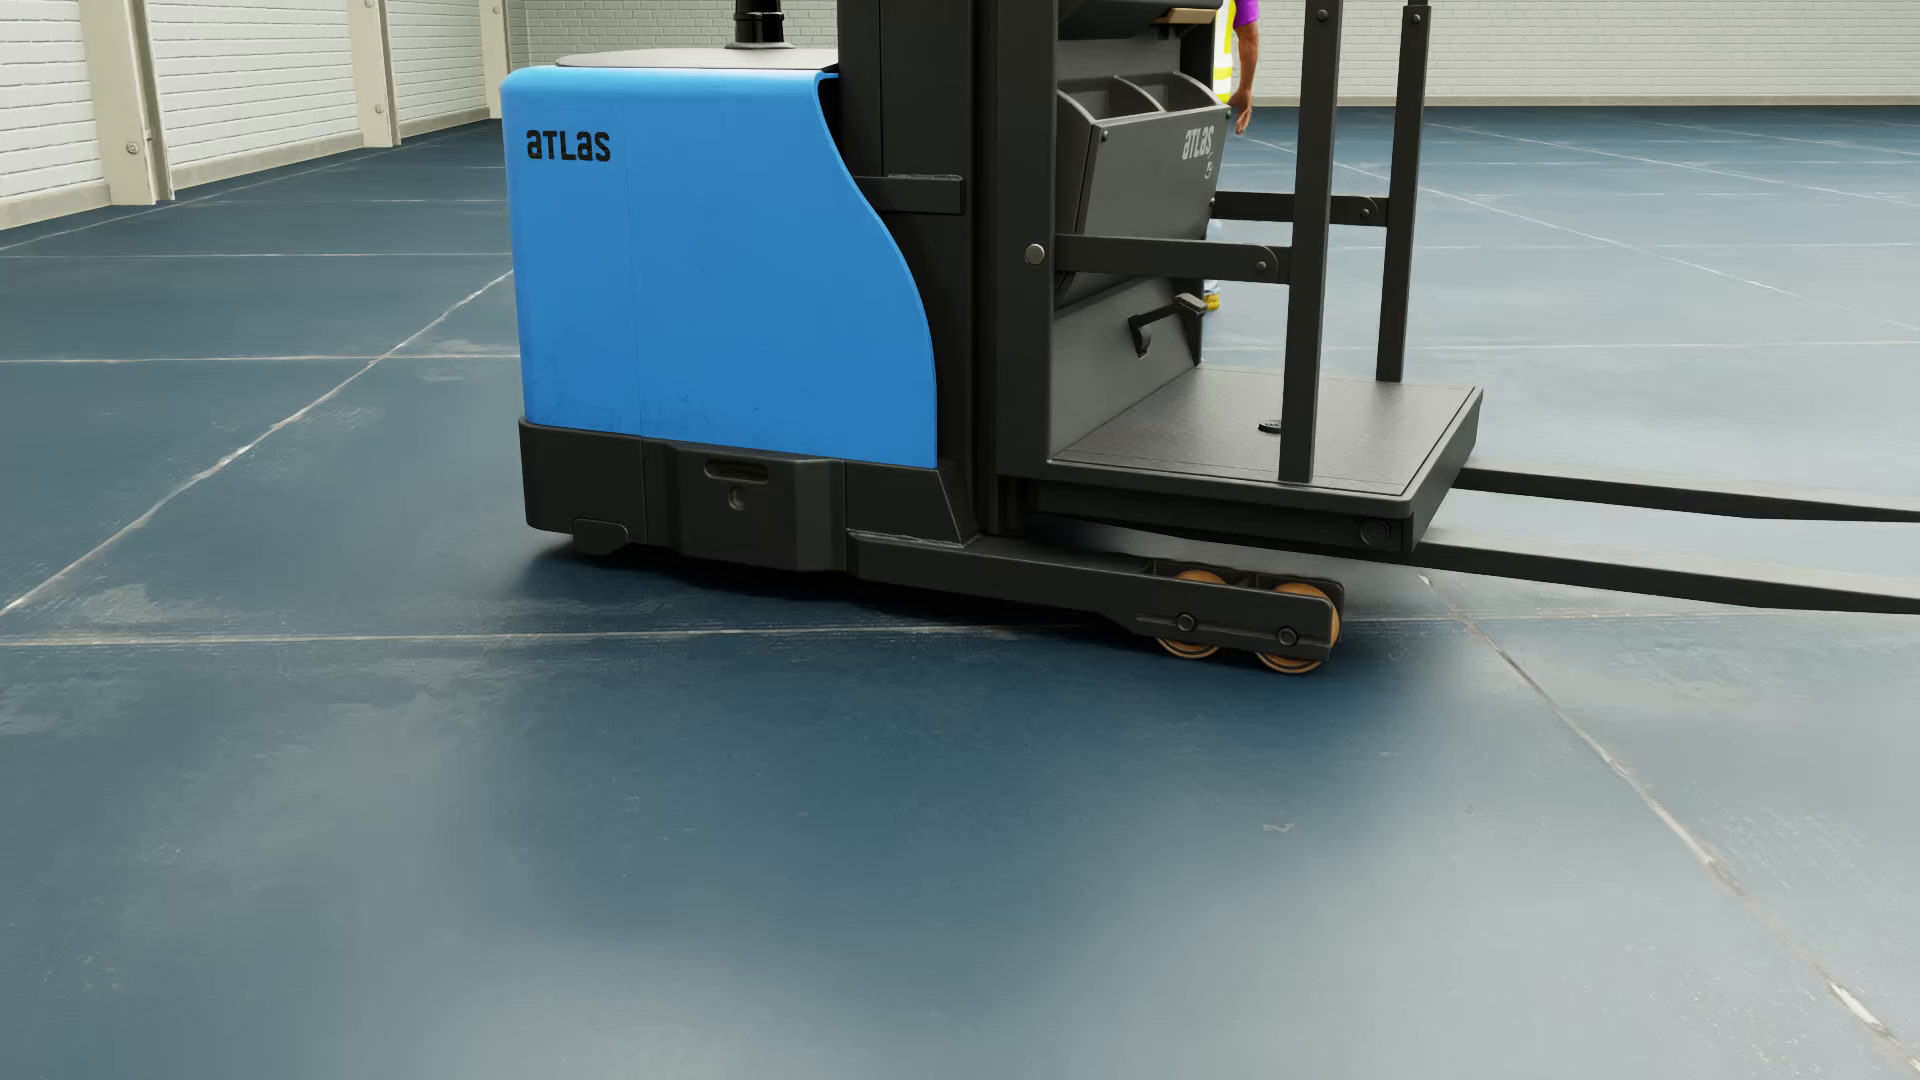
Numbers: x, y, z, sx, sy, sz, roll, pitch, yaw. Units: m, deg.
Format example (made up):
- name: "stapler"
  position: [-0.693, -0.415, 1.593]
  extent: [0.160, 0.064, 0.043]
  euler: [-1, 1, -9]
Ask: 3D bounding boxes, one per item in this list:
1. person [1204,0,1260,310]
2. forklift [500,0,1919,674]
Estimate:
- name: "person"
  position: [0.908, -1.854, 7.009]
  extent: [0.659, 1.784, 0.508]
  euler: [-2, 17, -6]
- name: "forklift"
  position: [0.568, -1.329, 3.253]
  extent: [3.031, 2.935, 1.130]
  euler: [7, 18, 22]
